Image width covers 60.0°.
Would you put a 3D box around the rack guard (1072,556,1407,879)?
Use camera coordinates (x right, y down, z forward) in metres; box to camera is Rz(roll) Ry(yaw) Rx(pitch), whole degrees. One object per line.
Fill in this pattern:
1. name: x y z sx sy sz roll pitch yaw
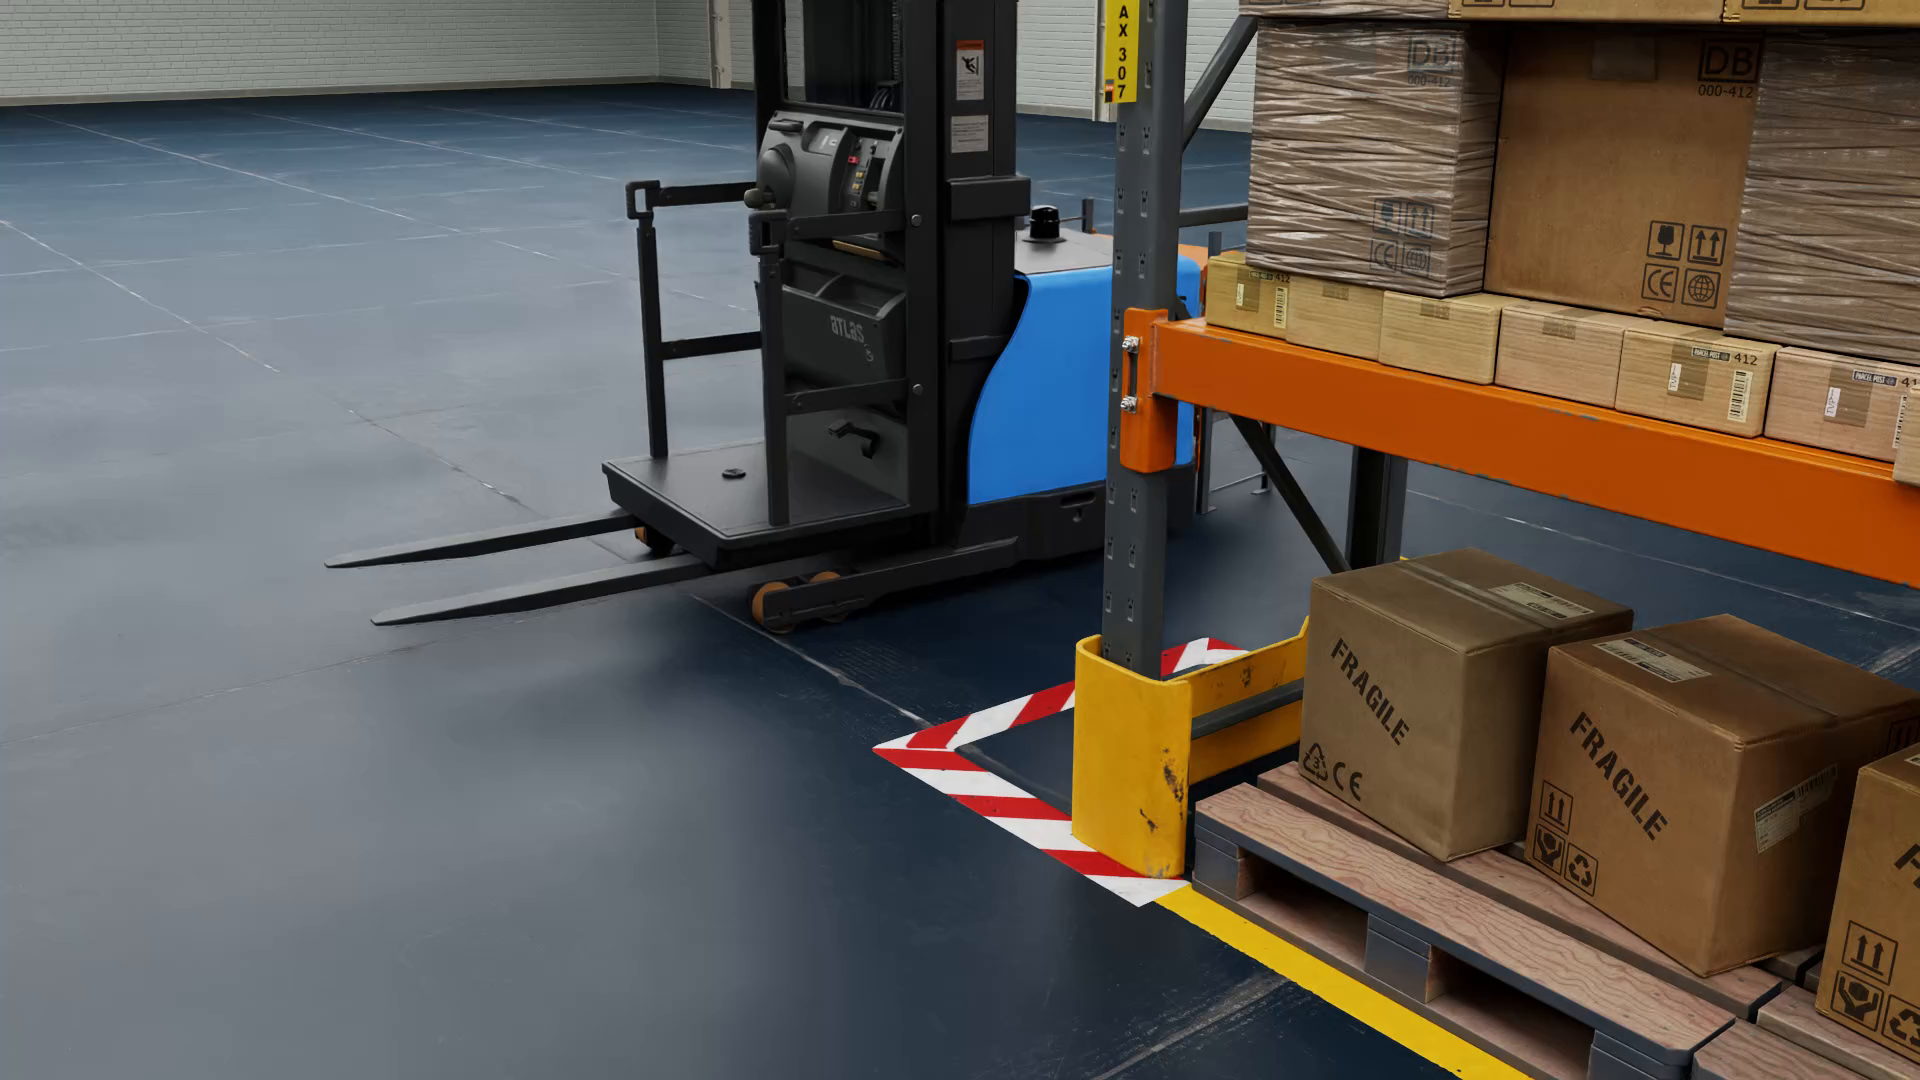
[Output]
1. rack guard: 0.818 0.418 4.305 1.175 0.500 0.348 -14 23 -36

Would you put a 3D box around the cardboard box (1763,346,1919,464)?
1. cardboard box: 1.542 -0.245 2.729 0.380 0.149 0.250 -14 23 -36

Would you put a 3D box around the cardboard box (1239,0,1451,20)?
1. cardboard box: 0.898 -1.262 3.179 0.500 0.500 0.500 -14 23 -36

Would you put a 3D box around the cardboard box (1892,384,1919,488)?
1. cardboard box: 1.616 -0.163 2.482 0.380 0.149 0.250 -14 23 -36

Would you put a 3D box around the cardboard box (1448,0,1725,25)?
1. cardboard box: 1.203 -1.137 2.803 0.500 0.500 0.500 -14 23 -36

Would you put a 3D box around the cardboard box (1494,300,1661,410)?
1. cardboard box: 1.216 -0.364 3.090 0.380 0.149 0.250 -14 23 -36

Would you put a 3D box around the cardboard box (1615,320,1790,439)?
1. cardboard box: 1.365 -0.301 2.899 0.380 0.149 0.250 -14 23 -36

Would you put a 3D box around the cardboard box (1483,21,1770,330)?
1. cardboard box: 1.495 -0.735 3.179 0.875 0.500 0.500 -14 23 -36

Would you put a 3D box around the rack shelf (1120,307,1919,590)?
1. rack shelf: 2.012 0.047 2.593 1.077 0.370 4.000 -14 23 -36

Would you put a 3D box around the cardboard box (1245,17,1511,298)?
1. cardboard box: 1.090 -0.835 3.481 0.875 0.500 0.500 -14 23 -36

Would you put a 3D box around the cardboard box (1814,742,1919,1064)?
1. cardboard box: 1.917 0.656 2.919 0.500 0.500 0.500 -12 22 -31

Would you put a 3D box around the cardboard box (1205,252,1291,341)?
1. cardboard box: 0.761 -0.551 3.656 0.380 0.149 0.250 -14 23 -36

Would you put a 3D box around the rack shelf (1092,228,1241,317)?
1. rack shelf: 0.768 -1.083 6.911 1.000 0.278 0.538 17 25 41

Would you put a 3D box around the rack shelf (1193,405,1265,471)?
1. rack shelf: 0.768 -0.573 7.079 1.000 0.278 0.538 17 25 41

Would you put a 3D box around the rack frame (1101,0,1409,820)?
1. rack frame: 0.771 -0.787 3.969 1.000 3.000 0.127 -14 23 -36

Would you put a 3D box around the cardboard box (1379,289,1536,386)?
1. cardboard box: 1.044 -0.422 3.263 0.380 0.149 0.250 -14 23 -36

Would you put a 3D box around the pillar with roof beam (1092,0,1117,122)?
1. pillar with roof beam: -1.019 -10.127 22.631 9.100 9.000 0.400 -14 23 -36

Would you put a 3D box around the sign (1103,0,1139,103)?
1. sign: 0.345 -1.092 3.513 0.100 0.325 0.005 -14 23 -36

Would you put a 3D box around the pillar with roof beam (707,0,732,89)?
1. pillar with roof beam: -8.469 -13.084 31.561 9.100 9.000 0.400 -14 23 -36

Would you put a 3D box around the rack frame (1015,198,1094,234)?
1. rack frame: 0.403 -0.916 7.339 0.032 1.125 0.500 17 25 41

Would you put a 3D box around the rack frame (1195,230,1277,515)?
1. rack frame: 1.132 -0.693 6.666 0.032 1.125 0.500 17 25 41

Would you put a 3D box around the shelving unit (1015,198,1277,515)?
1. shelving unit: 0.768 -0.805 7.003 1.048 1.125 0.538 17 25 41

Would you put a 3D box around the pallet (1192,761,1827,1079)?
1. pallet: 1.294 0.762 3.725 1.003 0.211 1.213 -14 23 -36

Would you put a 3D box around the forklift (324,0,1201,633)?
1. forklift: -0.625 -1.275 5.550 3.031 2.935 1.130 -11 21 -31

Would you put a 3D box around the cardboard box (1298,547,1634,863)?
1. cardboard box: 1.145 0.357 3.821 0.500 0.500 0.500 -9 20 -26

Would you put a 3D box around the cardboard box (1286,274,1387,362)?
1. cardboard box: 0.901 -0.486 3.458 0.380 0.149 0.250 -14 23 -36

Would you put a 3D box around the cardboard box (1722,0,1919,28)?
1. cardboard box: 1.515 -1.015 2.432 0.500 0.500 0.500 -14 23 -36

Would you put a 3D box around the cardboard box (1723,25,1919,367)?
1. cardboard box: 1.772 -0.604 2.782 0.875 0.500 0.500 -14 23 -36

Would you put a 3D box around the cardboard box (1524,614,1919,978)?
1. cardboard box: 1.543 0.498 3.396 0.500 0.500 0.500 -8 20 -22

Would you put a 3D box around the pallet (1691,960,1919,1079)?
1. pallet: 2.048 1.063 2.818 1.003 0.211 1.213 -14 23 -36
